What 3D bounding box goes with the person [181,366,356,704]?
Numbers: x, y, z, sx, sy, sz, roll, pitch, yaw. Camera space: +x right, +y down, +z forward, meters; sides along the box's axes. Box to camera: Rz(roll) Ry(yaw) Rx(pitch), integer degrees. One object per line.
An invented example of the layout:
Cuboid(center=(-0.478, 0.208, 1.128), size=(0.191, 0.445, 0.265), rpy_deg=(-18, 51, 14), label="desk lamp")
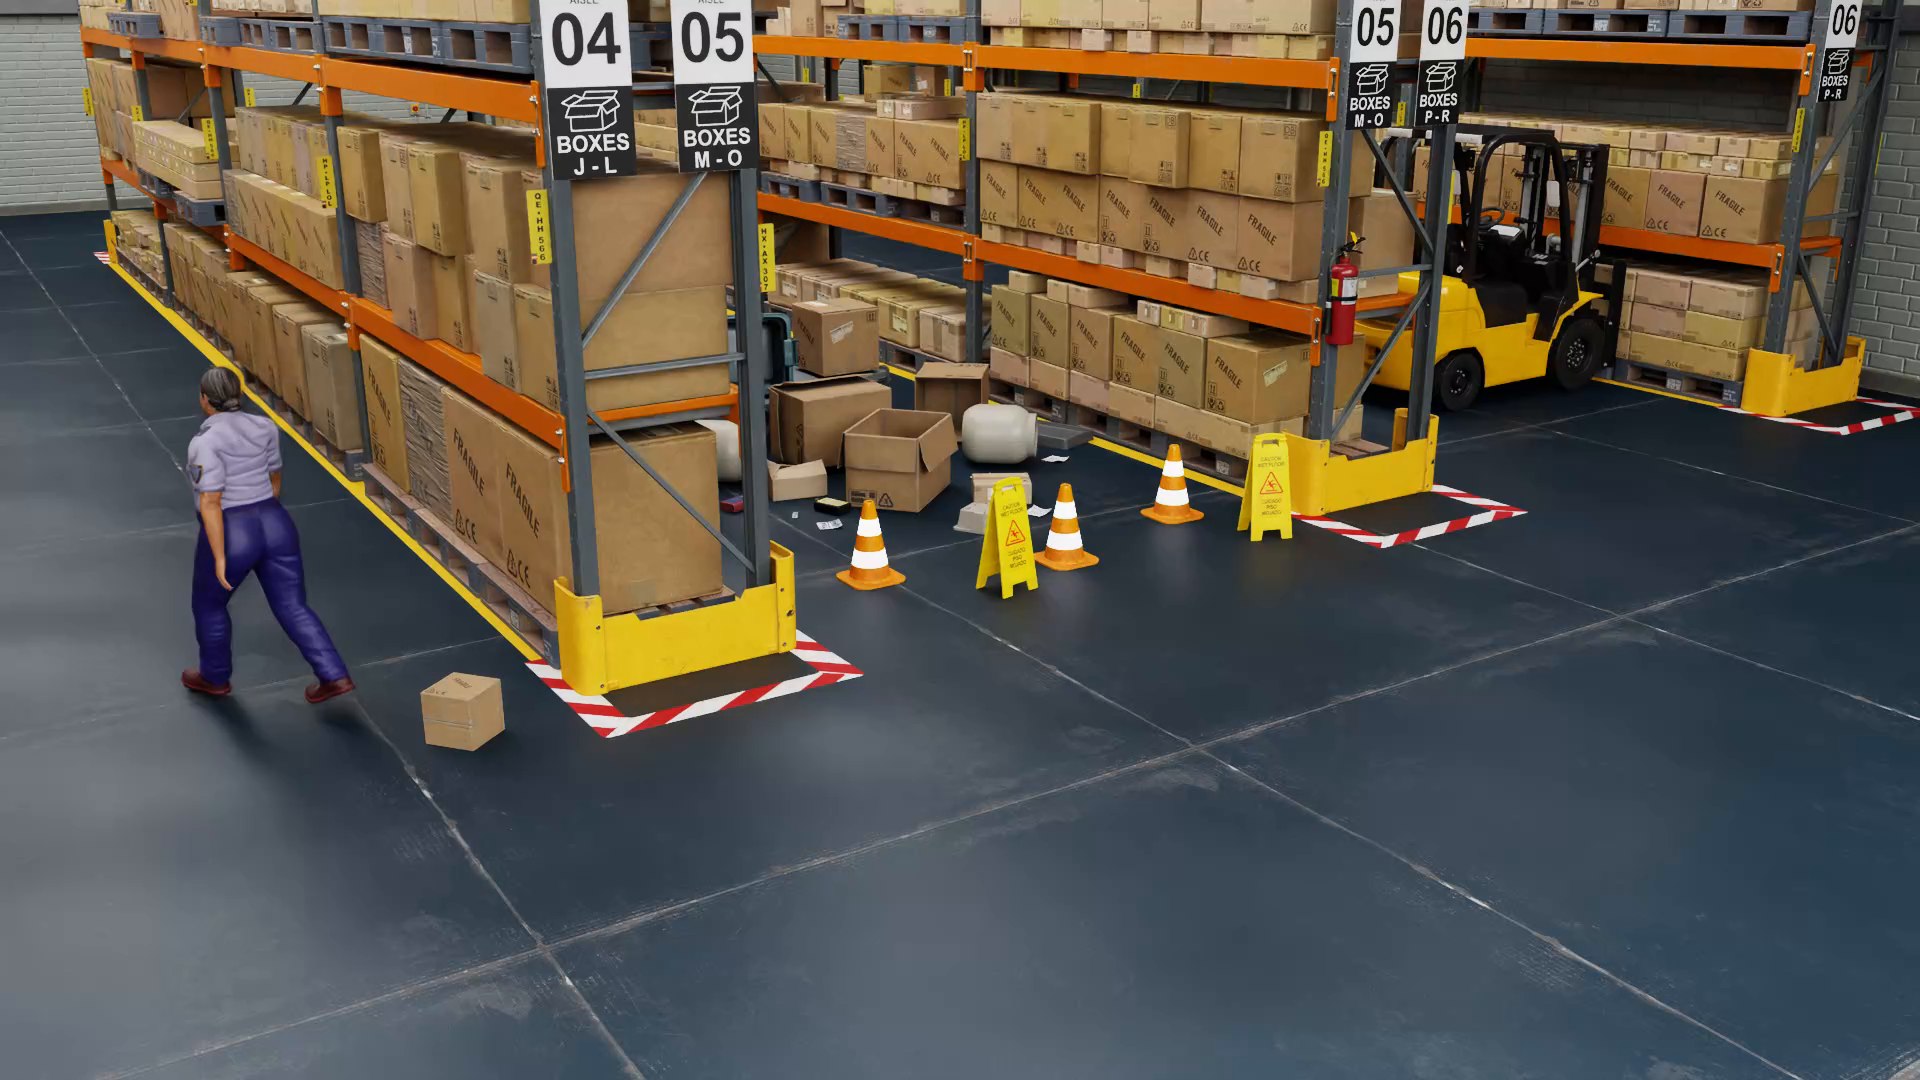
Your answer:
Cuboid(center=(-3.260, -0.011, 7.607), size=(1.005, 1.594, 0.483), rpy_deg=(12, 22, 32), label="person")
